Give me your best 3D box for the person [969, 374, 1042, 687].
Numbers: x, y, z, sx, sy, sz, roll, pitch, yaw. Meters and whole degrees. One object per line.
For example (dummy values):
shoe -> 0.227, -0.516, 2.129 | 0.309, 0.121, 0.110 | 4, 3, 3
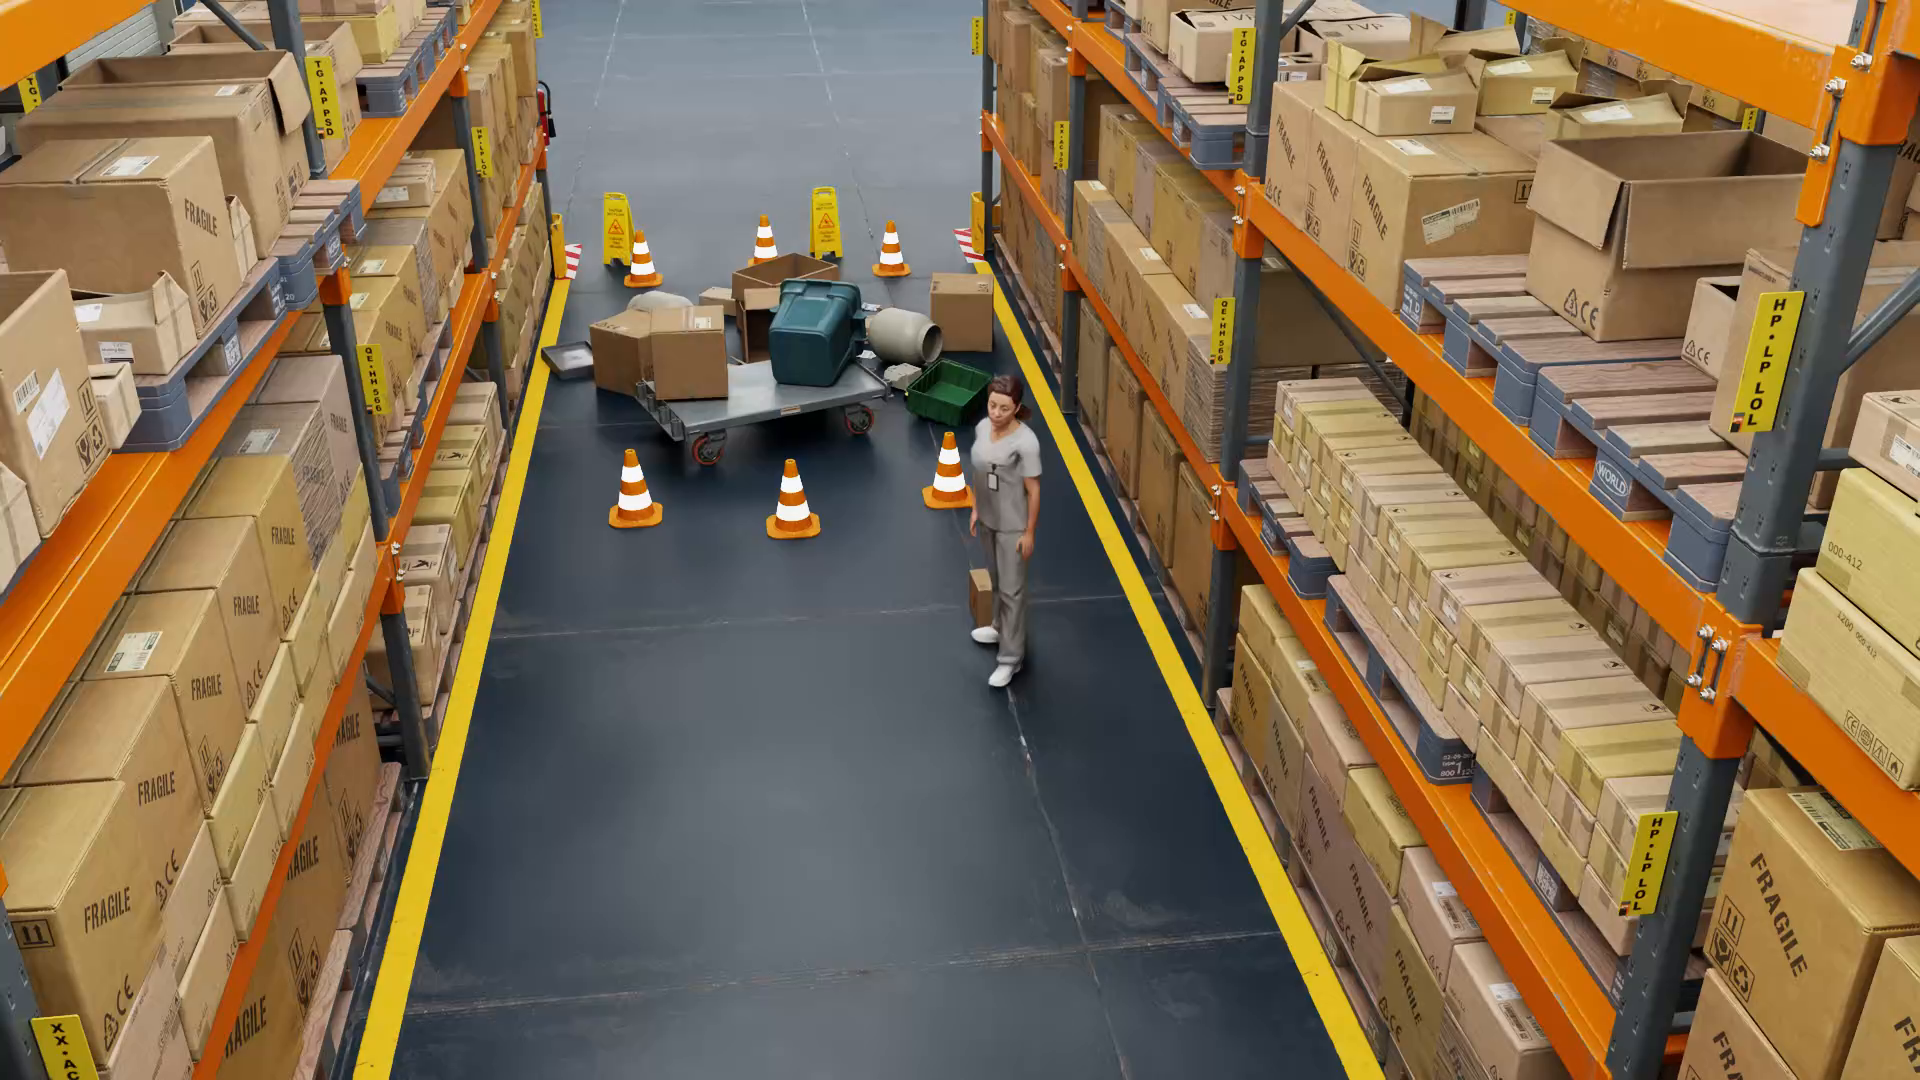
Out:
person -> 0.215, -0.093, 8.761 | 0.496, 1.669, 0.519 | -20, 33, -33
